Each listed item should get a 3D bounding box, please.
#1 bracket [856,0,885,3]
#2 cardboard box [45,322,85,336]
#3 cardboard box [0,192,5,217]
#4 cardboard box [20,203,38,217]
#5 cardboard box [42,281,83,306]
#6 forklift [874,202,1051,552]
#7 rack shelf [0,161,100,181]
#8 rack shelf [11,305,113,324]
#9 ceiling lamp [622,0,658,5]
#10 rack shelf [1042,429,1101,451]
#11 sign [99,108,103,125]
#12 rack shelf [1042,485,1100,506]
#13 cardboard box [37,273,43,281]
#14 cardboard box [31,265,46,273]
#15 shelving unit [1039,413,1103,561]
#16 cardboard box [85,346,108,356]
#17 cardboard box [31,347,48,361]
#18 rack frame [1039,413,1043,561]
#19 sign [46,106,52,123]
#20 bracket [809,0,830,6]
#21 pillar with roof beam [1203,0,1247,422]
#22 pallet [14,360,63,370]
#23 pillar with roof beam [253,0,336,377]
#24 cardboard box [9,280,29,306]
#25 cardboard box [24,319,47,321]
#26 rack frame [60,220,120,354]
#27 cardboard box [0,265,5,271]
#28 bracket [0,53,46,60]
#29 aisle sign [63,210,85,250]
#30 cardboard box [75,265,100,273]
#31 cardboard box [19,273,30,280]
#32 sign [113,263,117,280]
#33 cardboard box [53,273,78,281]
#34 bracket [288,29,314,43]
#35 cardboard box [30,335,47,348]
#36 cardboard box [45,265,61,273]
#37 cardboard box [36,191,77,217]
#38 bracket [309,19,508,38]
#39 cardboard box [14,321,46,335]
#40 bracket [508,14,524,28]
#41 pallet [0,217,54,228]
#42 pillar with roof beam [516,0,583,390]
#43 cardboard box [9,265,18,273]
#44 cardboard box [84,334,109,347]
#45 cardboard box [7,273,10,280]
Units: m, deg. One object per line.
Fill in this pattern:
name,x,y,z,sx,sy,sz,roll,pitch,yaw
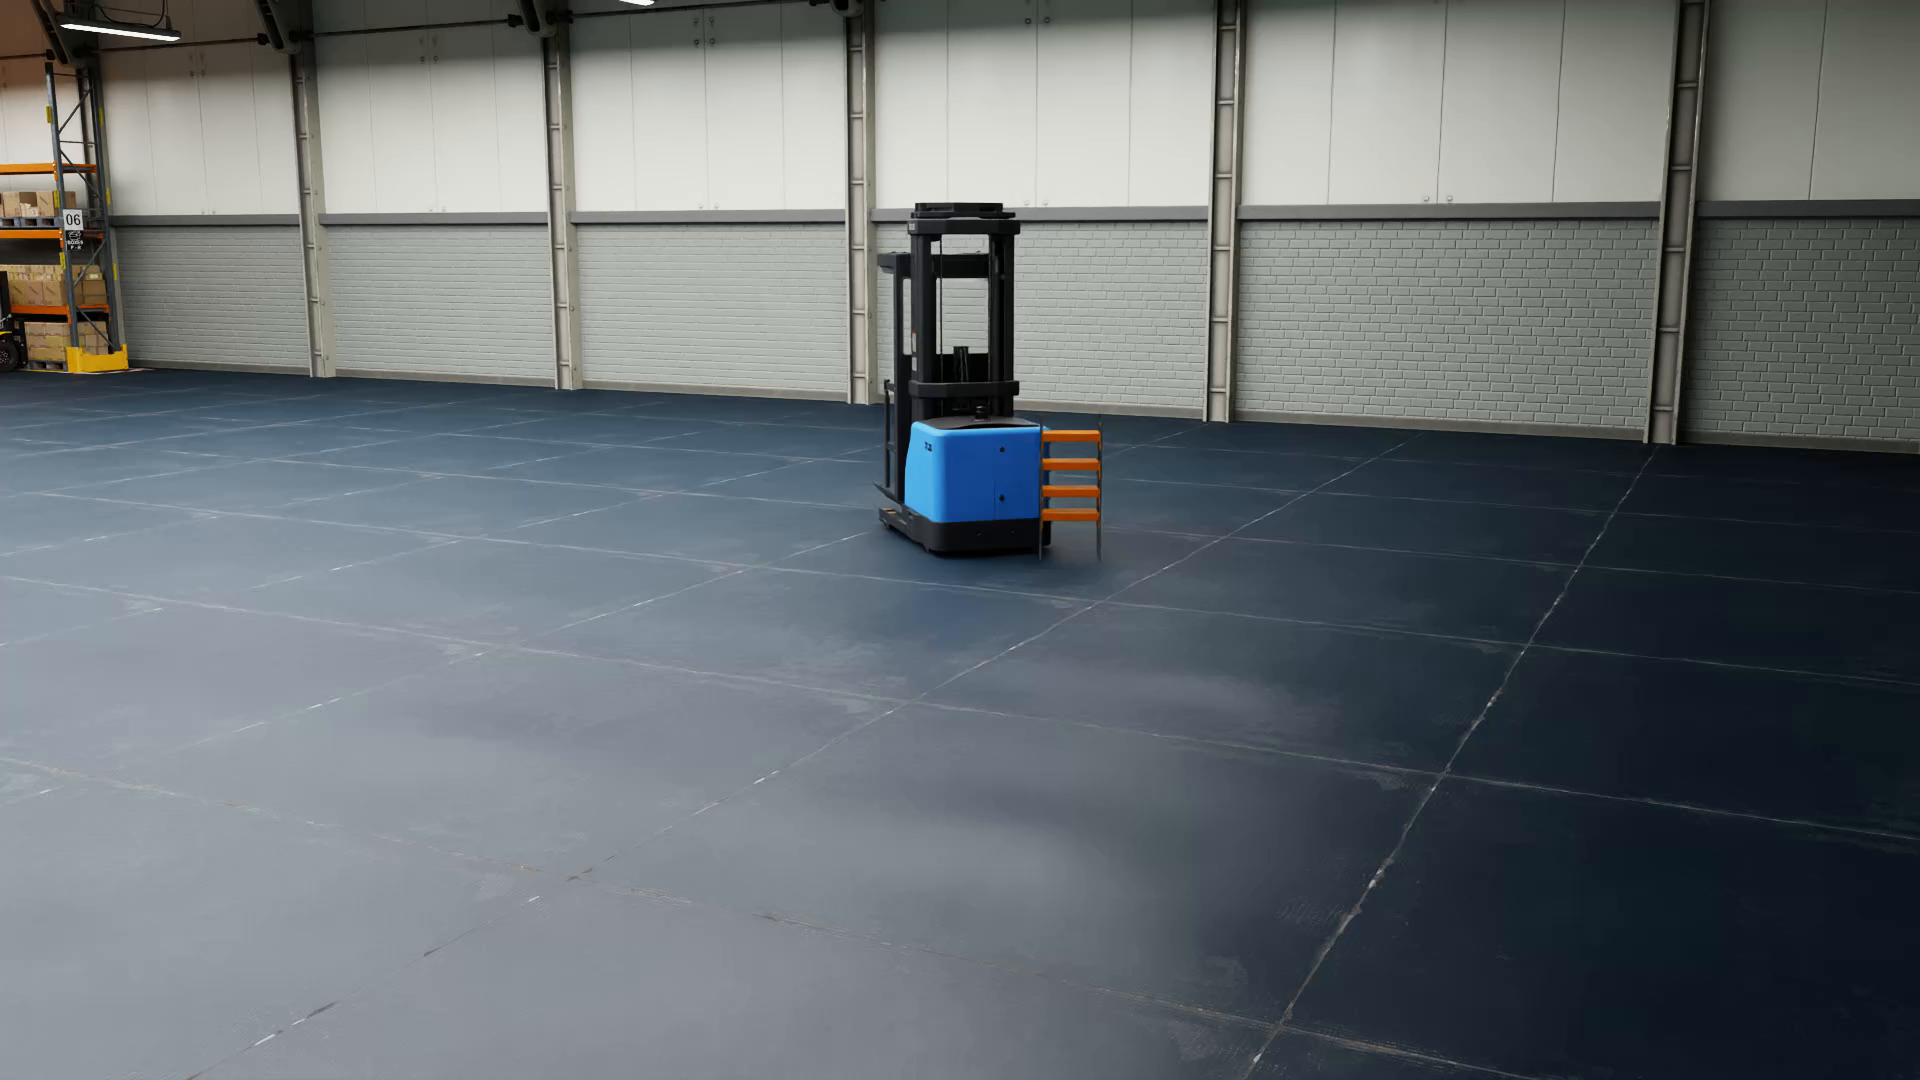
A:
bracket,-1.365,-8.334,25.406,0.430,0.232,0.235,5,11,26
cardboard box,-18.048,-4.252,33.537,0.500,0.250,0.500,5,12,28
cardboard box,-19.384,-6.848,33.971,0.637,0.503,0.797,5,12,28
cardboard box,-18.602,-6.623,33.395,0.258,0.266,0.396,5,11,26
cardboard box,-18.054,-4.966,33.467,0.500,0.500,0.500,5,11,25
forklift,-0.122,-1.559,15.115,1.130,2.935,3.031,-3,11,-16
rack shelf,-19.290,-7.479,33.930,4.000,0.370,1.077,5,11,26
rack shelf,-19.290,-4.724,34.428,4.000,0.370,1.077,5,11,26
ceiling lamp,-4.555,-8.843,21.934,0.800,3.185,2.000,5,11,26
rack shelf,0.913,-0.827,13.723,0.480,0.148,0.258,0,10,0
sign,-17.246,-8.498,33.349,0.005,0.325,0.100,5,11,26
rack shelf,0.913,-0.374,13.805,0.480,0.148,0.258,0,10,0
cardboard box,-18.380,-5.317,33.582,0.250,0.149,0.380,5,12,27
cardboard box,-18.583,-5.492,33.714,0.250,0.149,0.380,5,11,26
shelving unit,0.913,-0.440,13.793,0.503,1.200,0.258,0,10,0
cardboard box,-17.851,-3.844,34.087,0.500,0.250,0.500,5,11,26
cardboard box,-18.500,-3.801,33.852,0.500,0.250,0.500,5,11,26
rack frame,0.669,-0.440,13.793,0.015,1.200,0.240,0,10,0
sign,-17.750,-8.285,32.396,0.005,0.325,0.100,5,11,26
bracket,-2.110,-8.400,25.767,0.430,0.232,0.235,5,11,26
pillar with roof beam,1.895,-5.492,19.809,0.400,9.000,9.100,5,11,26
pallet,-19.291,-3.698,34.570,1.213,0.211,1.003,5,11,26
pillar with roof beam,-14.247,-6.911,27.646,0.548,9.000,9.100,5,11,26
cardboard box,-18.975,-5.049,33.924,0.500,0.500,0.500,5,11,25
cardboard box,-19.194,-4.455,34.659,0.500,0.250,0.500,5,11,25
rack frame,-17.497,-4.920,33.493,0.127,3.000,1.000,5,11,26
cardboard box,-19.508,-5.572,34.157,0.250,0.149,0.380,5,11,26
bracket,-20.562,-10.021,34.726,4.783,0.066,0.076,5,11,26
aisle sign,-17.568,-6.147,32.974,0.004,0.787,0.394,5,11,26
cardboard box,-17.704,-5.496,33.735,0.250,0.149,0.380,5,11,25
cardboard box,-18.857,-5.352,33.775,0.250,0.149,0.380,5,11,24
sign,-17.246,-5.473,33.896,0.005,0.325,0.100,5,11,26
cardboard box,-17.932,-5.271,33.330,0.250,0.149,0.380,5,11,27
bracket,-12.127,-9.280,30.631,0.430,0.232,0.235,5,11,26
cardboard box,-18.517,-4.050,33.820,0.500,0.250,0.500,5,11,25
cardboard box,-18.146,-5.444,33.450,0.250,0.149,0.380,5,11,26
cardboard box,-18.002,-6.697,33.149,0.500,0.500,0.500,5,12,28
bracket,-9.801,-9.076,29.501,4.783,0.066,0.076,5,11,26
cardboard box,-18.965,-4.330,33.965,0.500,0.250,0.500,5,11,27
bracket,-7.490,-8.873,28.380,0.430,0.232,0.235,5,11,26
pallet,-19.218,-6.508,34.095,1.213,0.211,1.003,5,11,26
pillar with roof beam,-8.866,-6.438,25.034,0.548,9.000,9.100,5,11,26
cardboard box,-19.100,-5.514,33.837,0.250,0.149,0.380,5,12,27
cardboard box,-17.827,-4.090,34.044,0.500,0.250,0.500,5,12,27
cardboard box,-19.277,-5.402,34.056,0.250,0.149,0.380,5,11,25
